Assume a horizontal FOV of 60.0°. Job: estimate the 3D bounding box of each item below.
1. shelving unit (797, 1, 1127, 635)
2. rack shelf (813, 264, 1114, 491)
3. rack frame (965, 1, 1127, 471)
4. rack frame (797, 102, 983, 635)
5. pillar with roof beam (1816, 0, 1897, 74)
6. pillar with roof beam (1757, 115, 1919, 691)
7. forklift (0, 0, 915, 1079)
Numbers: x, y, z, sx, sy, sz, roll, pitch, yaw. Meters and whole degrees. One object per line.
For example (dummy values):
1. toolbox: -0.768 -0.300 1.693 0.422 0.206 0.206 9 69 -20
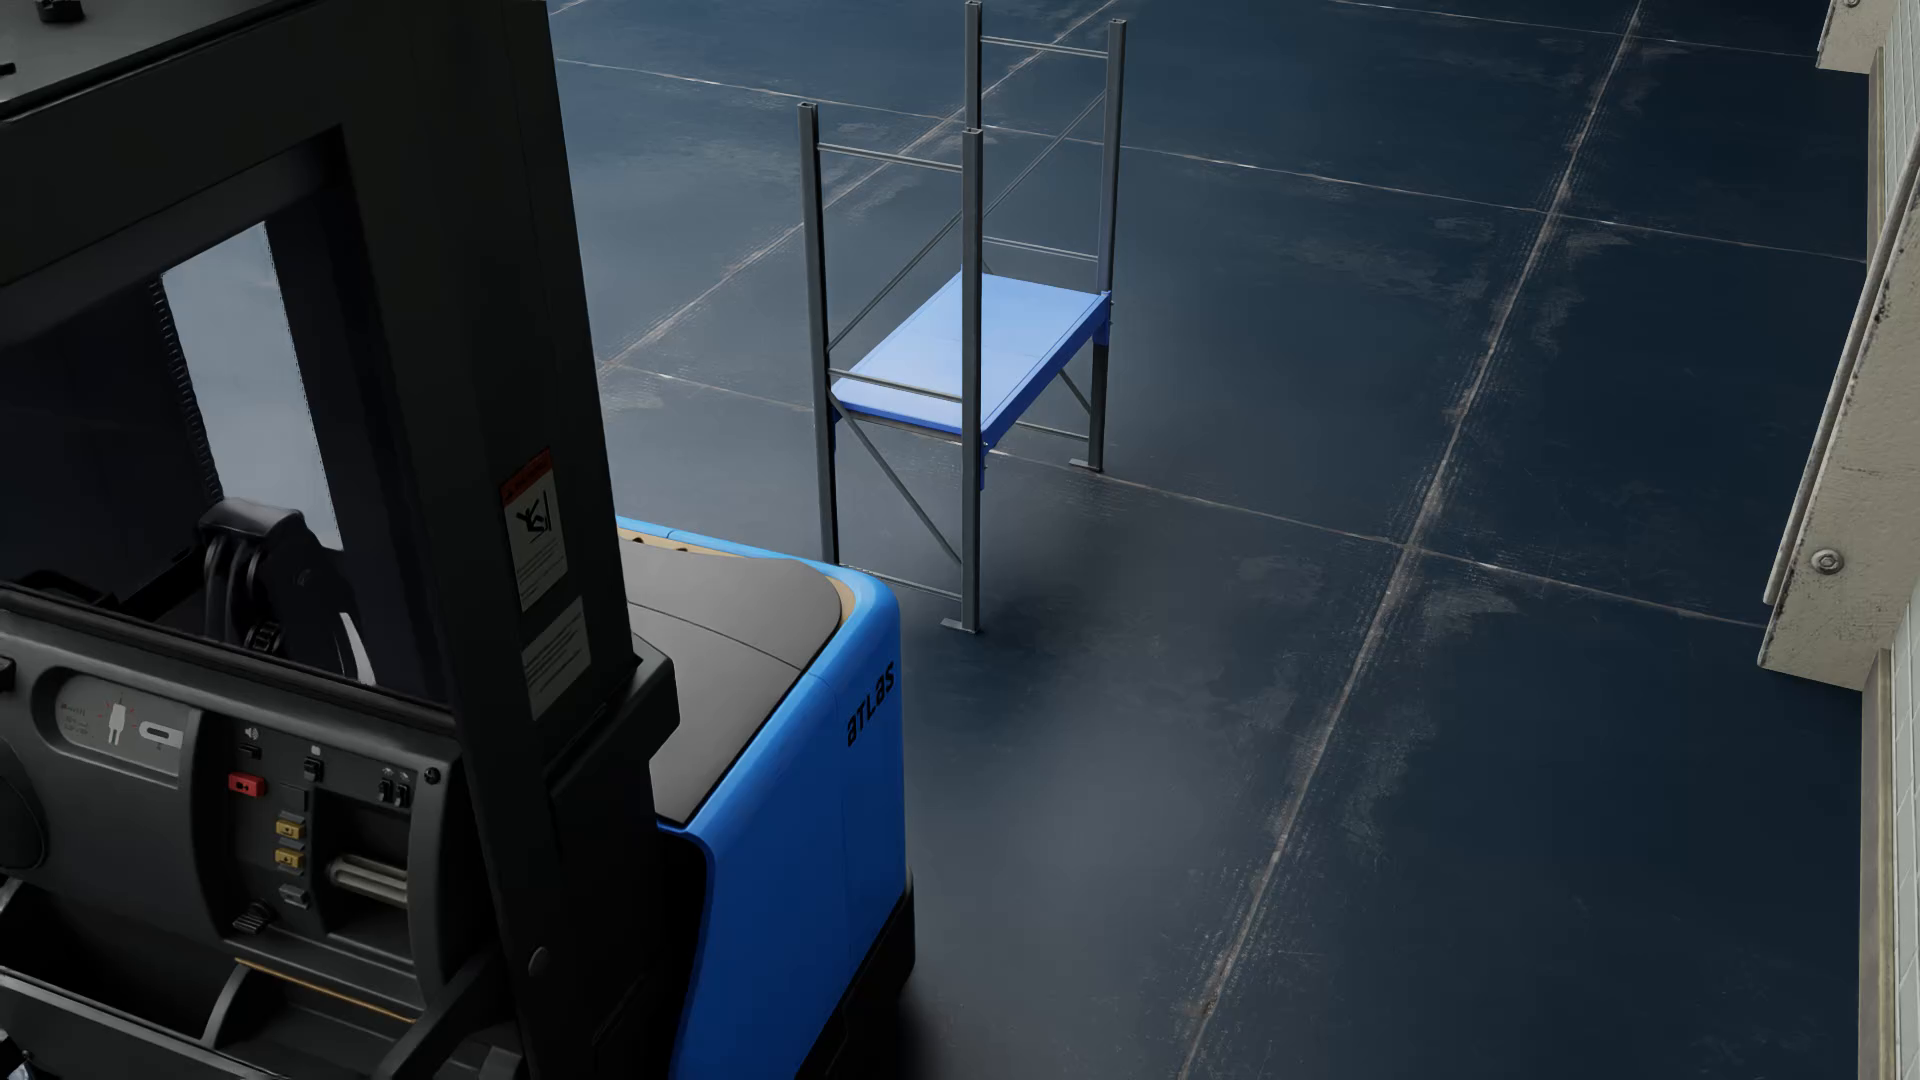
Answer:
1. shelving unit: 0.036 -0.670 4.904 0.538 1.500 1.048 14 36 20
2. rack shelf: 0.036 -0.519 5.002 0.538 0.185 1.000 14 36 20
3. rack frame: 0.248 -0.923 5.290 0.500 1.500 0.032 14 36 20
4. rack frame: -0.177 -0.417 4.517 0.500 1.500 0.032 14 36 20
5. pillar with roof beam: 1.079 -7.445 8.398 9.100 9.000 0.400 14 36 20
6. pillar with roof beam: -1.431 -4.457 3.841 9.100 9.000 0.400 14 36 20
7. forklift: -1.117 0.397 1.971 1.130 2.935 3.031 12 35 18
